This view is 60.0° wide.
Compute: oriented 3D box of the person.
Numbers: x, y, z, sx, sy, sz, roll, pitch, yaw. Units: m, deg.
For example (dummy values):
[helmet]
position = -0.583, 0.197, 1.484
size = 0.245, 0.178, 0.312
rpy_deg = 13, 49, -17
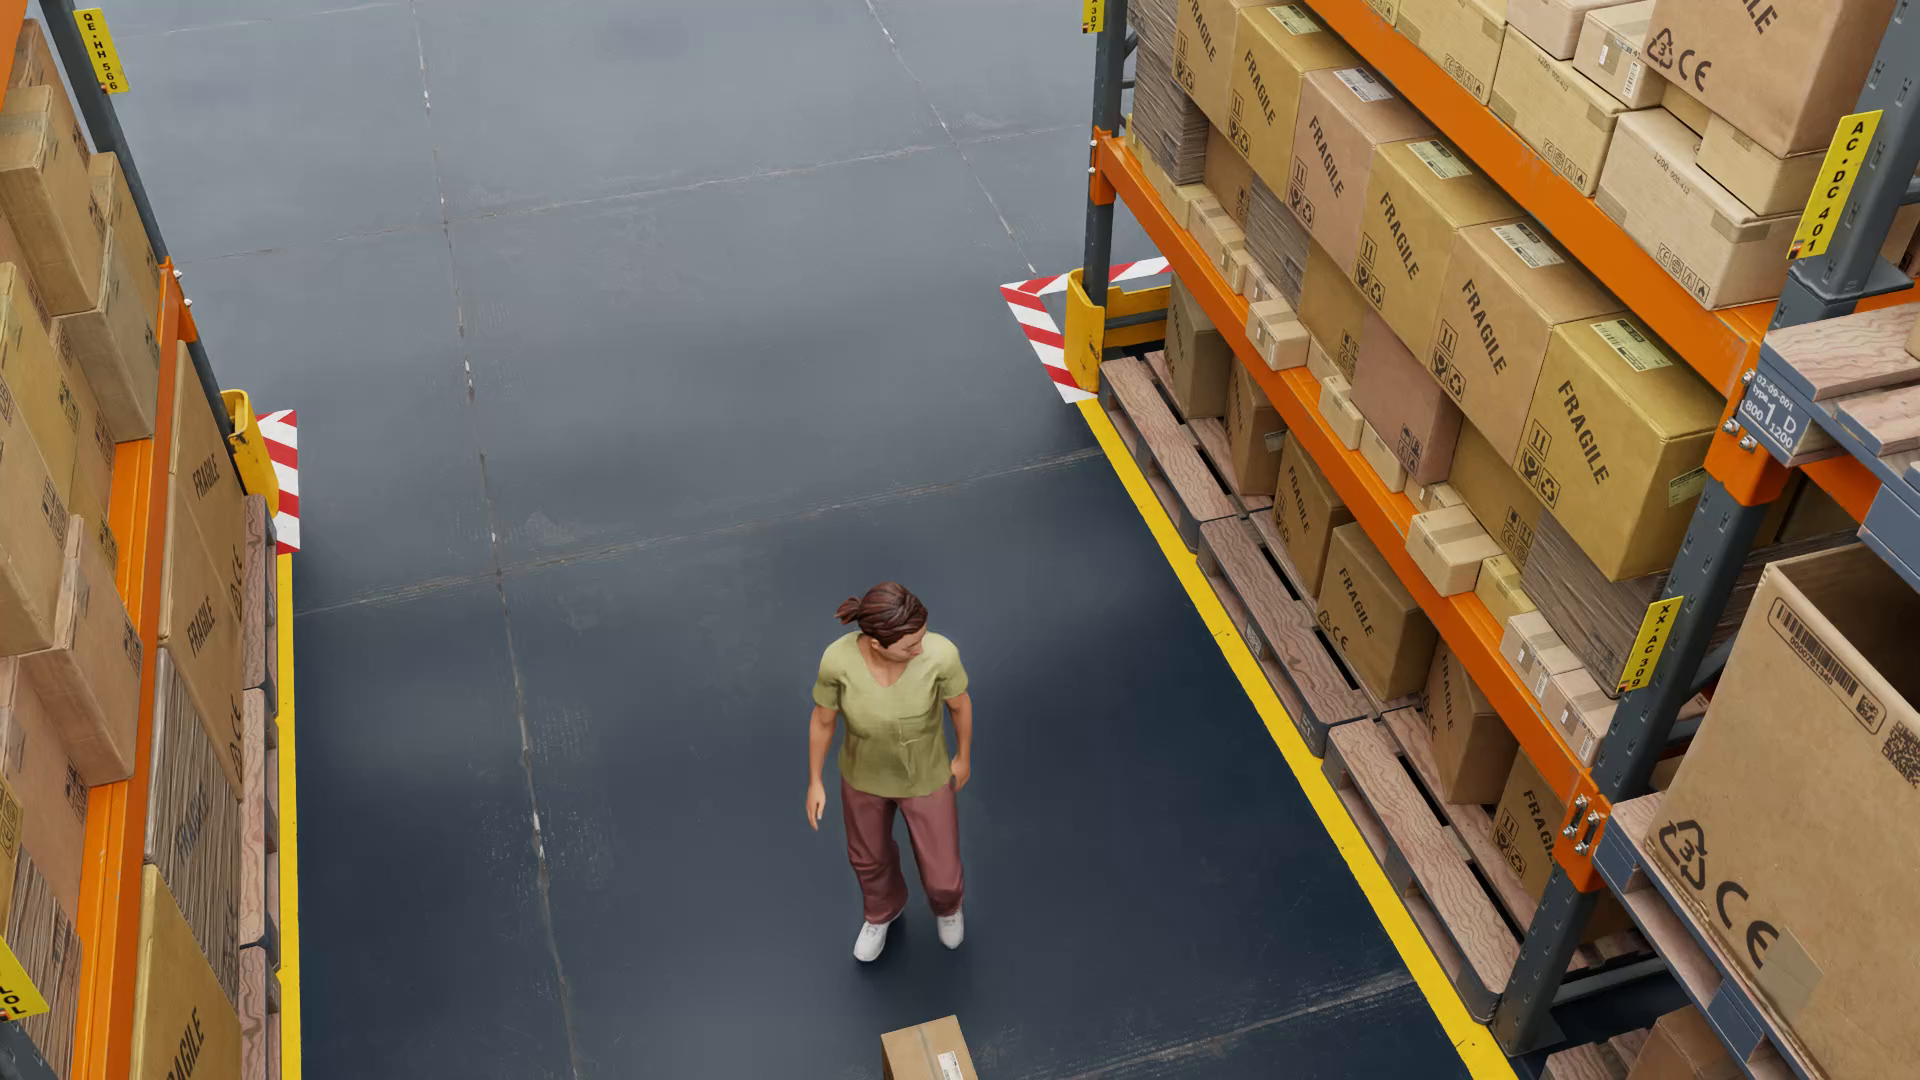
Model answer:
[person]
position = -0.216, 0.763, 5.297
size = 0.510, 1.686, 0.402
rpy_deg = 7, 43, 7
